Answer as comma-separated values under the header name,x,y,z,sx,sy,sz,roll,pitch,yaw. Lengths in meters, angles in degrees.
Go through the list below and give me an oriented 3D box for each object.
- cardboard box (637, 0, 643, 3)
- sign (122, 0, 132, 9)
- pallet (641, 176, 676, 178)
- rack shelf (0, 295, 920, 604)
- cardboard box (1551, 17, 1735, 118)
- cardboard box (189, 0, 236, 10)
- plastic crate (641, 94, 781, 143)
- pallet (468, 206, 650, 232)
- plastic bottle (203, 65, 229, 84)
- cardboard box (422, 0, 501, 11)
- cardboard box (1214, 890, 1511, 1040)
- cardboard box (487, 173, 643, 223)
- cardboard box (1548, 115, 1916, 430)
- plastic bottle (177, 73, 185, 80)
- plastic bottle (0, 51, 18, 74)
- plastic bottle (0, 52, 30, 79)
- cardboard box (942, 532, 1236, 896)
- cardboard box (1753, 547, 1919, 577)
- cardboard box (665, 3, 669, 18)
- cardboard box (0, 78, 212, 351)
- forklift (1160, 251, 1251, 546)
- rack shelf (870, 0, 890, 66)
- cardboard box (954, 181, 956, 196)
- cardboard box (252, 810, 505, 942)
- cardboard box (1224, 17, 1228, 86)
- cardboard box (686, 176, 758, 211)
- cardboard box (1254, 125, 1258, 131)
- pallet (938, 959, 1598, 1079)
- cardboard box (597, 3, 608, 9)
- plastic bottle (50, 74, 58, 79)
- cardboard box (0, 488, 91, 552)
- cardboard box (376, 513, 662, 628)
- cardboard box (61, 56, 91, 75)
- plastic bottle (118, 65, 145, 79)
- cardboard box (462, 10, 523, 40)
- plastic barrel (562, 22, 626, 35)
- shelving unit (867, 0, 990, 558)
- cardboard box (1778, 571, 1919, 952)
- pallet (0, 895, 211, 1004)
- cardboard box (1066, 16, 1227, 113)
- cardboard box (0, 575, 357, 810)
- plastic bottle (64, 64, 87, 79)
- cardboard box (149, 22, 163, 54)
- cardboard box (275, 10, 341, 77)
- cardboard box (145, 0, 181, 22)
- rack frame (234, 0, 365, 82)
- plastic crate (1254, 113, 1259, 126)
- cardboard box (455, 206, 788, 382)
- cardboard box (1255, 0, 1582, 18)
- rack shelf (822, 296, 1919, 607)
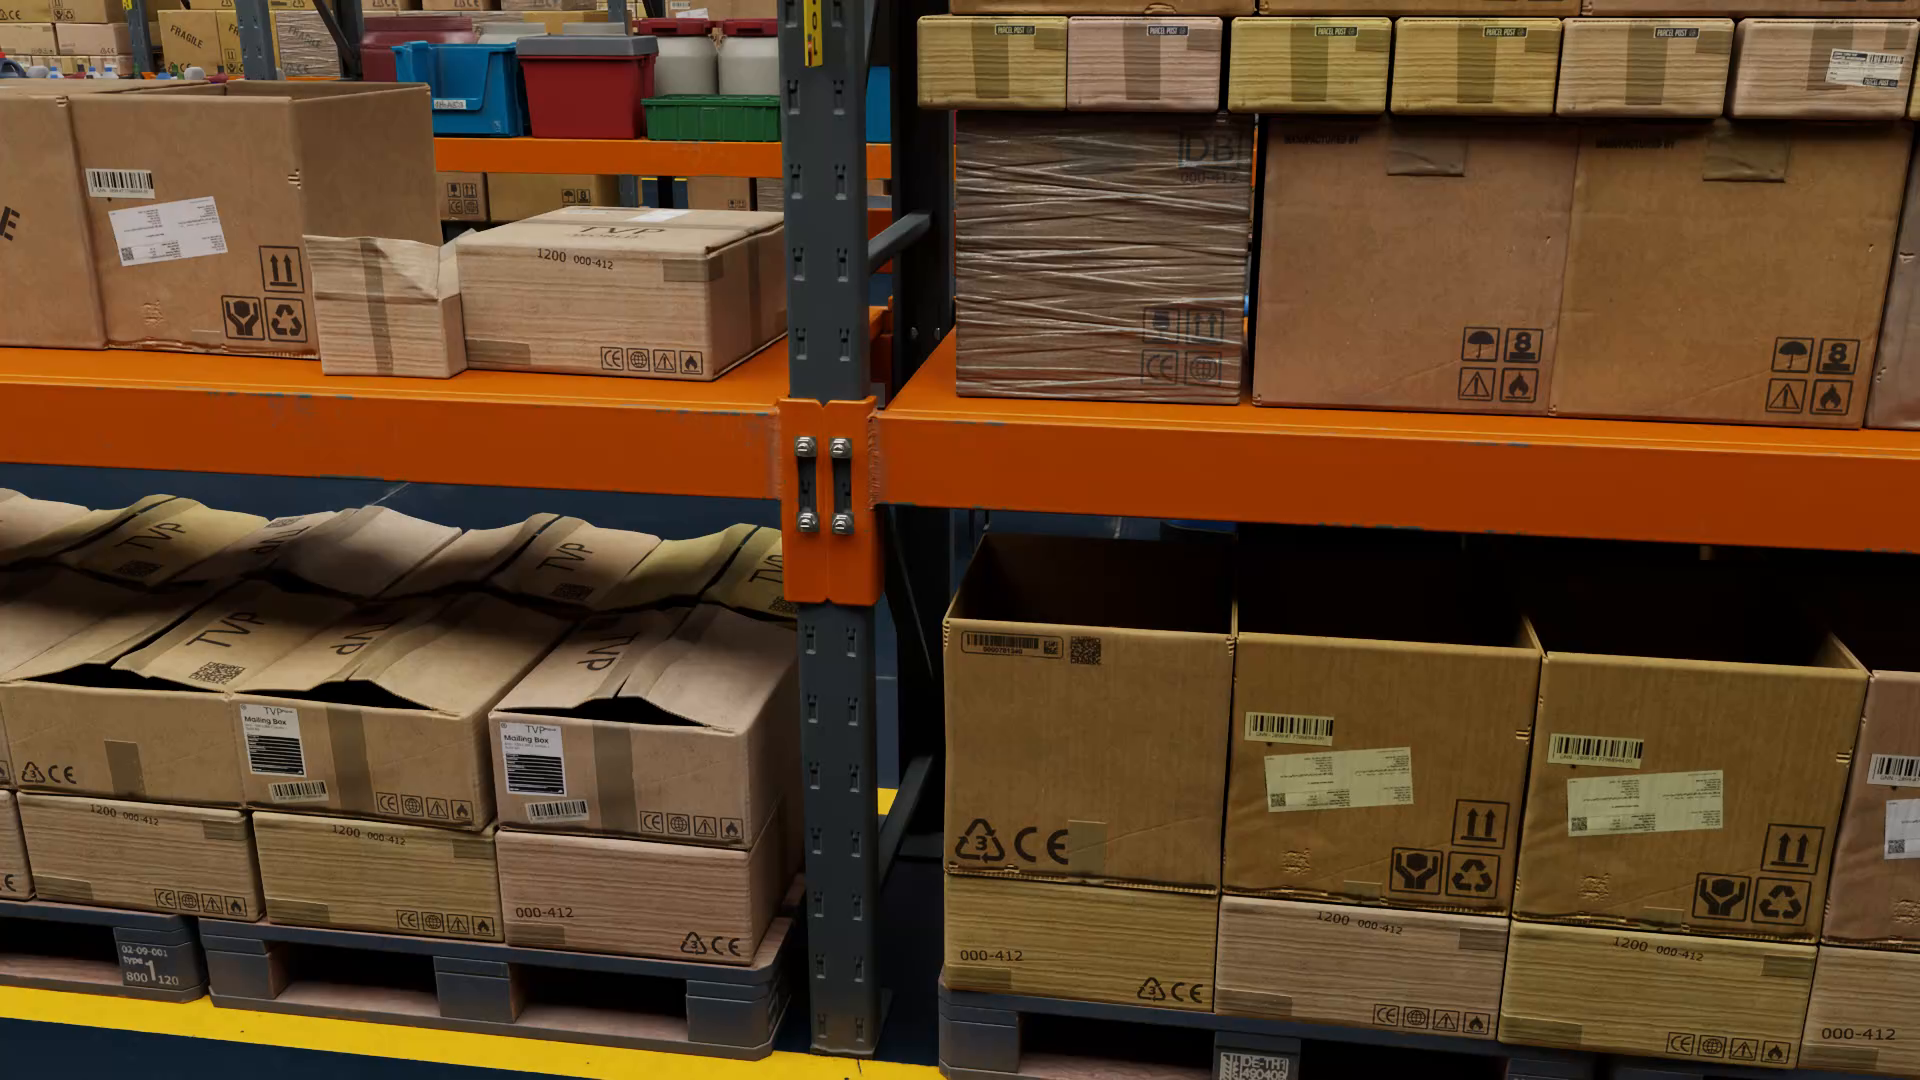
name,x,y,z,sx,sy,sz,roll,pitch,yaw
cardboard box,-3.205,-5.712,17.445,0.250,0.149,0.380,3,19,9
sign,-6.564,-4.343,13.066,0.005,0.325,0.100,3,19,9
pallet,-3.614,-4.196,18.511,1.213,0.211,1.003,3,19,9
rack shelf,-2.128,-0.322,3.673,4.000,0.370,1.077,3,19,9
cardboard box,1.090,-0.793,2.765,0.250,0.149,0.380,2,19,7
cardboard box,-5.845,-4.562,13.473,0.637,0.503,0.797,2,19,7
plastic crate,-1.128,-2.013,7.927,0.662,0.188,0.450,3,19,9
pallet,-3.294,-2.608,13.766,1.213,0.211,1.003,3,19,9
plastic bottle,-4.007,-2.414,8.975,0.133,0.283,0.061,3,19,9
cardboard box,-3.890,-4.466,13.185,0.637,0.503,0.797,3,19,10
cardboard box,0.749,0.687,3.194,0.500,0.250,0.500,3,19,9
cardboard box,-3.206,-3.100,13.528,0.875,0.875,1.225,2,19,6
cardboard box,1.302,-0.539,3.029,0.500,0.500,0.700,3,19,9
plastic bottle,-3.780,-2.147,8.177,0.133,0.283,0.061,3,19,9
plastic bottle,-5.216,-2.495,9.109,0.185,0.351,0.144,3,19,9
plastic bottle,-5.107,-2.440,8.946,0.185,0.351,0.144,3,19,9
cardboard box,0.255,0.308,3.146,0.500,0.500,0.500,3,19,9
cardboard box,1.821,0.215,3.424,0.500,0.500,0.500,3,19,9
cardboard box,-2.972,-5.558,17.451,0.250,0.149,0.380,3,19,9
cardboard box,-1.924,-0.706,3.527,0.500,0.500,0.500,3,19,9
forklift,2.240,-1.137,5.082,3.031,2.935,1.130,7,20,19
rack shelf,-0.163,-1.655,5.777,0.480,0.518,0.431,3,19,9
cardboard box,-0.201,-2.785,13.145,0.500,0.500,0.700,1,19,4
cardboard box,-1.108,0.586,3.496,0.500,0.250,0.500,3,19,8
cardboard box,0.393,-0.958,3.260,0.250,0.149,0.380,3,19,7
cardboard box,-1.863,-2.863,13.379,0.500,0.500,0.700,2,19,6
cardboard box,2.918,-4.353,17.272,0.875,0.875,0.875,3,19,9
pallet,0.625,0.813,3.542,1.213,0.211,1.003,3,19,9
cardboard box,-3.730,-5.597,17.568,0.250,0.149,0.380,3,19,8
plastic bottle,-4.504,-2.184,8.307,0.097,0.271,0.097,0,18,0
cardboard box,-2.534,0.074,4.141,0.500,0.311,0.500,3,19,8
cardboard box,-1.015,0.150,3.914,0.500,0.311,0.500,3,19,8
cardboard box,-7.085,-3.875,13.554,0.250,0.149,0.380,3,19,10
plastic bottle,-4.499,-2.439,9.050,0.133,0.283,0.061,3,19,9
cardboard box,-3.546,-3.889,13.041,0.500,0.500,0.500,3,19,8
plastic barrel,-1.848,-2.363,8.461,0.421,0.512,0.421,0,18,0
shelving unit,-0.163,-1.004,5.995,0.503,2.100,0.431,3,19,9
cardboard box,1.736,0.383,2.922,0.500,0.500,0.500,3,19,9
pallet,-2.095,0.674,3.956,1.213,0.211,1.003,3,19,9
cardboard box,0.329,-0.831,2.880,0.250,0.149,0.380,3,19,9
cardboard box,-1.606,0.295,3.481,0.500,0.311,0.500,3,19,8
plastic bottle,-4.823,-2.456,9.100,0.133,0.283,0.061,3,19,9
cardboard box,-6.899,-4.244,14.029,0.500,0.250,0.500,3,19,8
cardboard box,-5.072,-3.964,13.267,0.500,0.500,0.500,2,19,7
cardboard box,-6.909,-4.599,13.905,0.500,0.500,0.500,3,19,9
rack frame,-3.313,-2.316,8.497,0.127,3.000,1.000,3,19,9
plastic crate,1.133,-2.019,7.707,0.504,0.338,0.767,3,19,9
cardboard box,-0.646,-0.503,3.315,0.500,0.250,0.500,4,19,12
cardboard box,0.785,-1.180,2.901,0.500,0.500,0.700,3,19,9
rack shelf,1.821,-0.121,3.071,4.000,0.370,1.077,3,19,9
